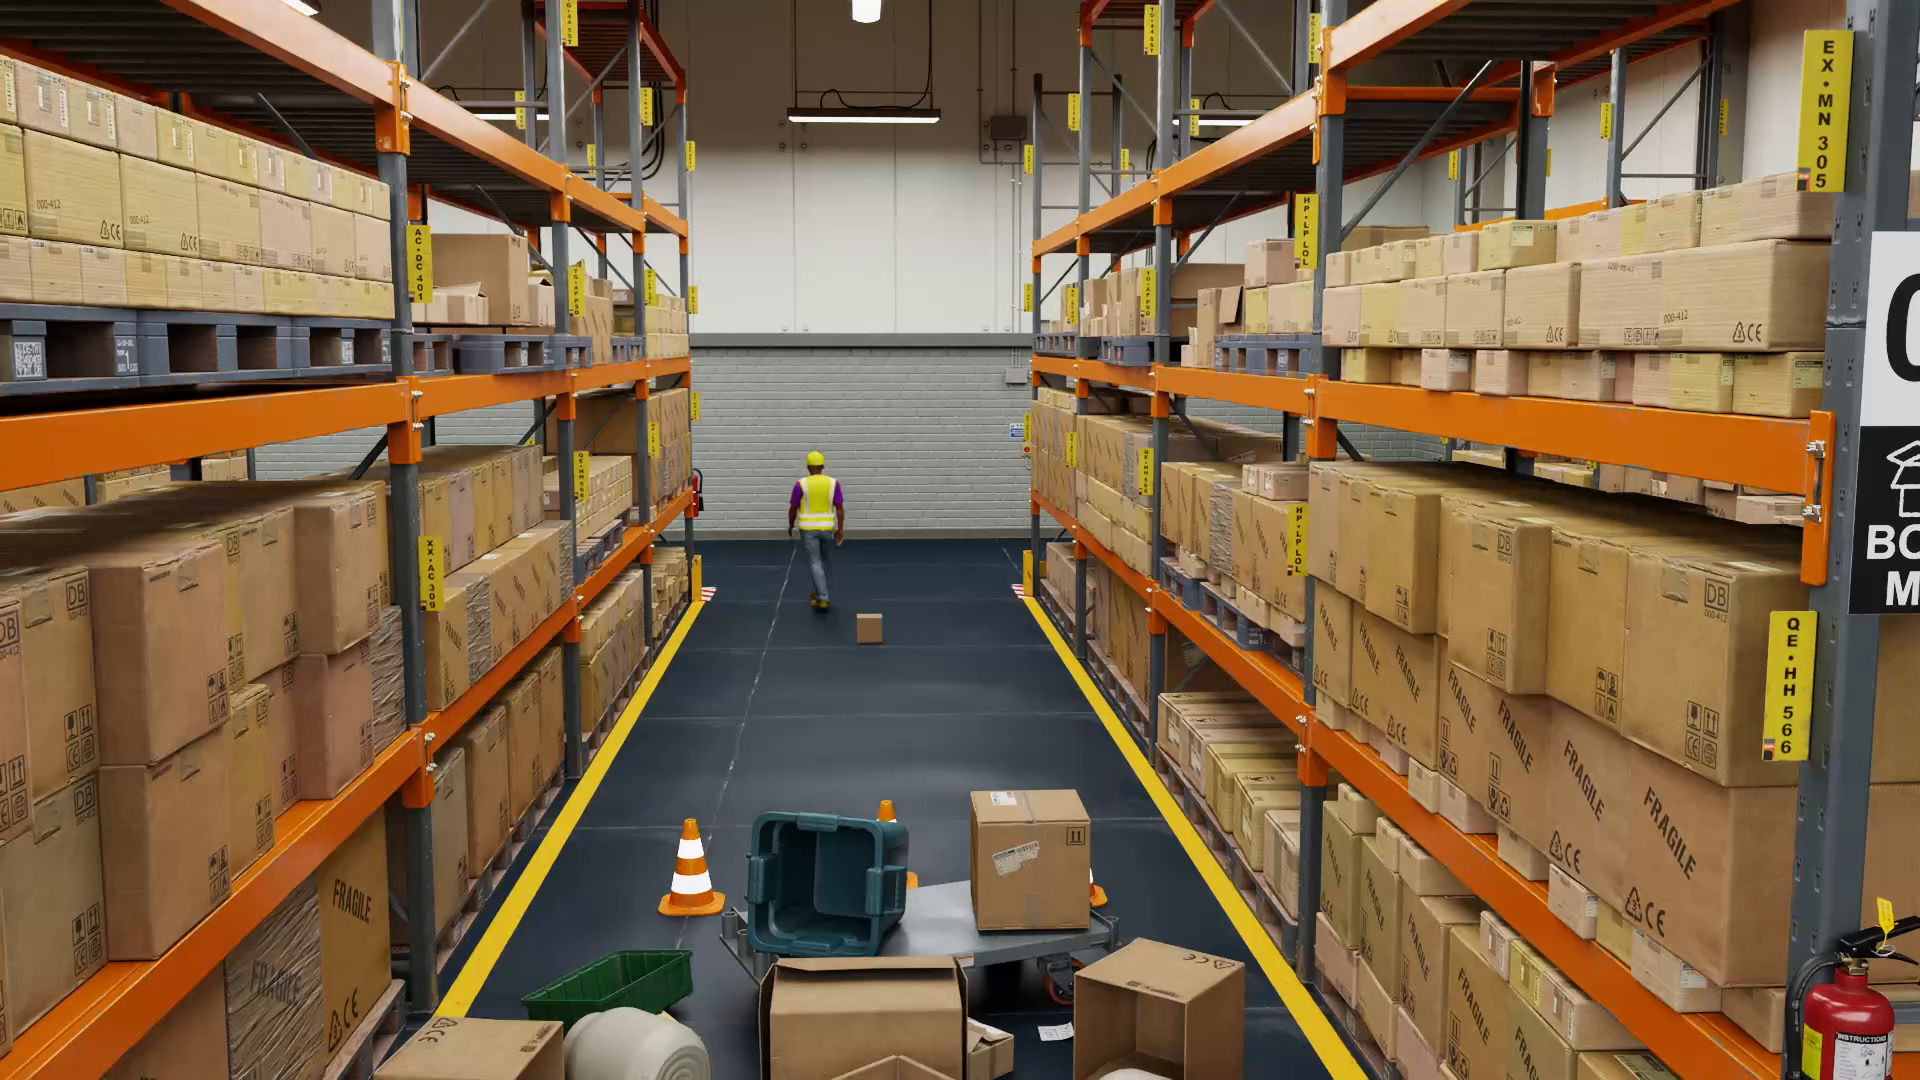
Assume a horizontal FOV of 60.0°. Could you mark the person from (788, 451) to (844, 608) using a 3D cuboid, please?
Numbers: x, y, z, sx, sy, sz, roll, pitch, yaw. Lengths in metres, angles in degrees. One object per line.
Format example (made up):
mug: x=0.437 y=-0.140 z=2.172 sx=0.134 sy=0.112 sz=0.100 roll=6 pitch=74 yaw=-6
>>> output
person: x=-1.647 y=-0.140 z=18.671 sx=0.583 sy=1.722 sz=0.980 roll=-3 pitch=7 yaw=-23
